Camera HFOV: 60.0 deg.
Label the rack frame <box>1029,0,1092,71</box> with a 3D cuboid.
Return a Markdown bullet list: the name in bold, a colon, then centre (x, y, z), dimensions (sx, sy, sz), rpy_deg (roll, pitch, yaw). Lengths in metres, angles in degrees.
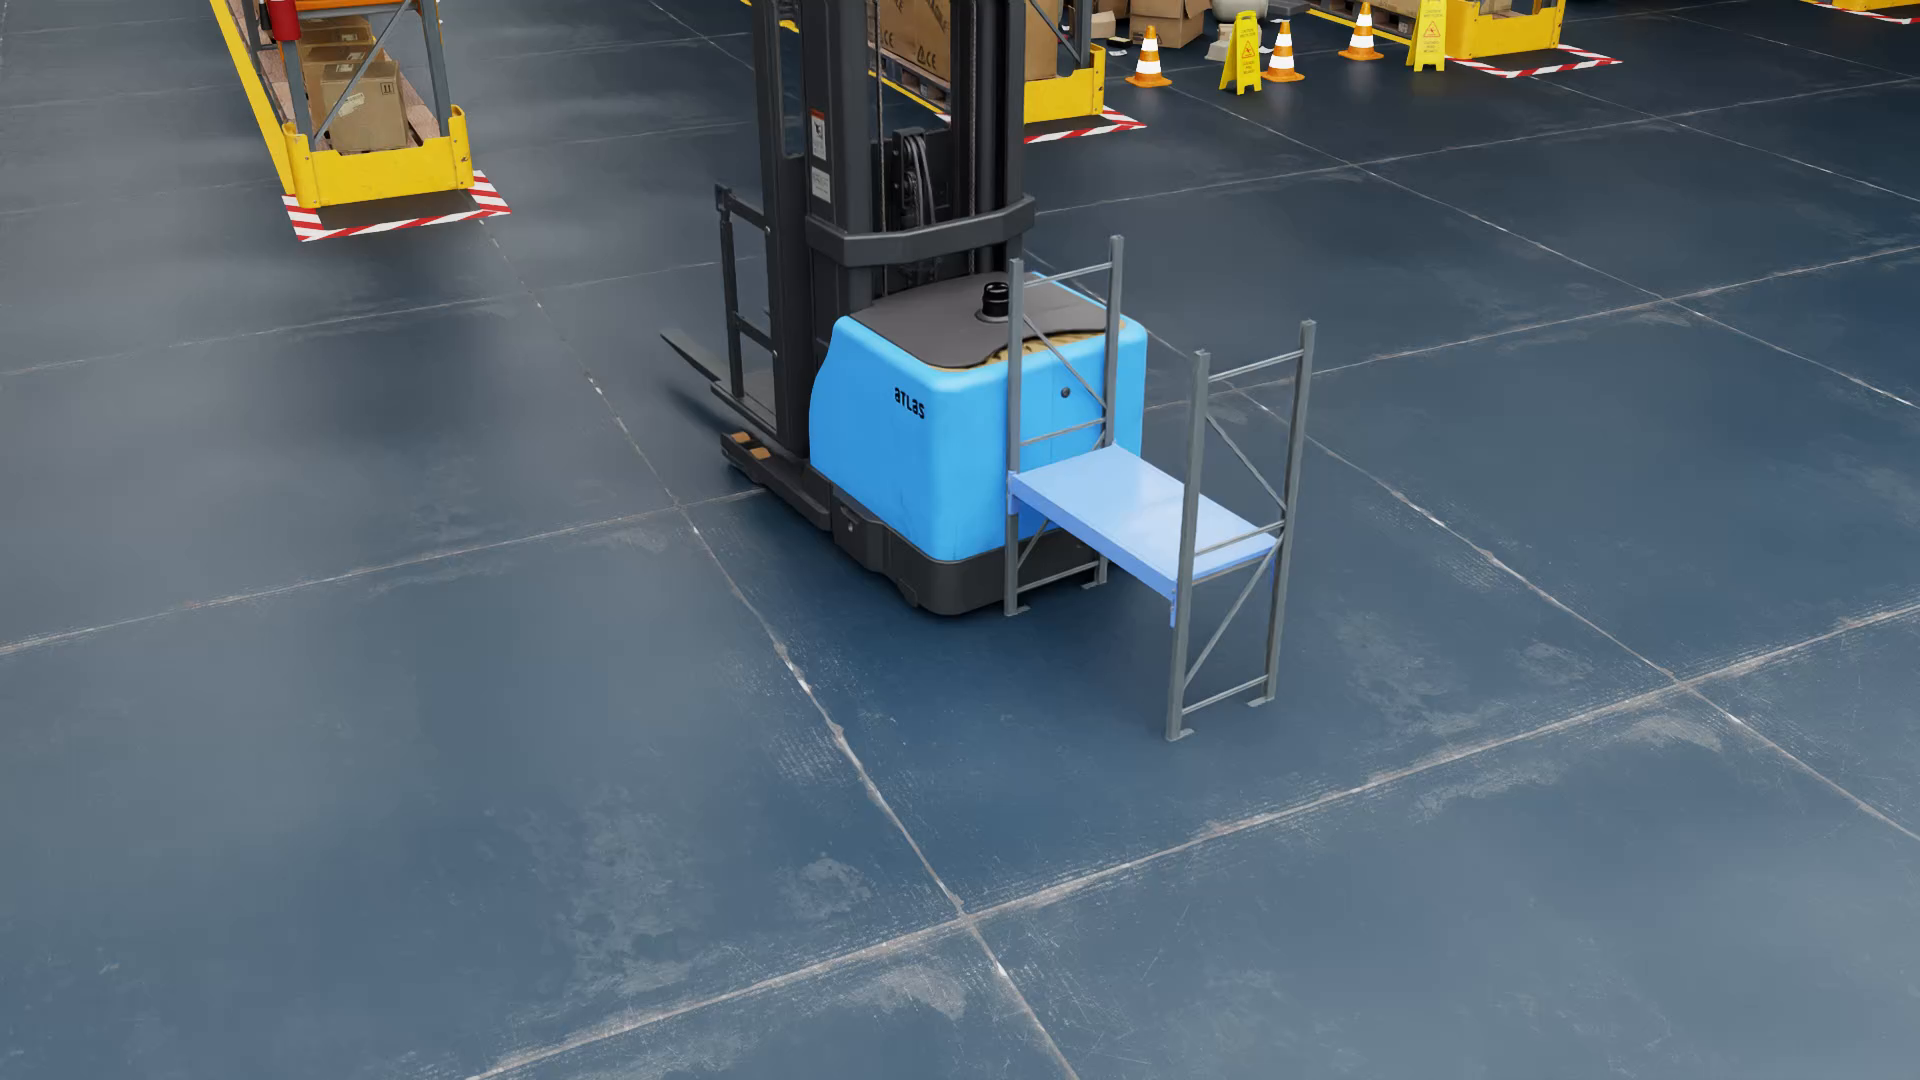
- **rack frame**: centre (0.560, -4.702, 12.569), dimensions (1.000, 3.000, 0.127), rpy_deg (-13, 32, -22)

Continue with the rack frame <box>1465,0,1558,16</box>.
- **rack frame**: centre (4.988, -5.786, 14.502), dimensions (1.000, 3.000, 0.127), rpy_deg (-13, 32, -22)

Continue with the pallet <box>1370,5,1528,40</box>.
- **pallet**: centre (4.638, -4.970, 15.897), dimensions (1.003, 0.211, 1.213), rpy_deg (-13, 32, -22)

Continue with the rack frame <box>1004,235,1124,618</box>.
- **rack frame**: centre (0.394, -0.414, 6.456), dimensions (0.500, 1.500, 0.032), rpy_deg (-18, 34, -29)

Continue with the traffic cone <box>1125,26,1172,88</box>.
- **traffic cone**: centre (1.615, -4.129, 14.140), dimensions (0.336, 0.463, 0.334), rpy_deg (-13, 32, -22)

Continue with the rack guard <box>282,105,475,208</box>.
- **rack guard**: centre (-3.995, -2.649, 11.463), dimensions (1.175, 0.500, 0.348), rpy_deg (-13, 32, -22)

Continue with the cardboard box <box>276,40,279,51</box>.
- **cardboard box**: centre (-5.544, -4.380, 14.121), dimensions (0.500, 0.500, 0.500), rpy_deg (-14, 32, -23)

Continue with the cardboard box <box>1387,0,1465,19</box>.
- **cardboard box**: centre (4.387, -5.081, 15.627), dimensions (0.500, 0.250, 0.500), rpy_deg (-13, 32, -22)

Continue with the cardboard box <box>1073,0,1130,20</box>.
- **cardboard box**: centre (1.538, -5.412, 16.249), dimensions (0.797, 0.637, 0.503), rpy_deg (-13, 32, -22)

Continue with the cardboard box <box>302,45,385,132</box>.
- **cardboard box**: centre (-4.503, -3.335, 12.256), dimensions (0.500, 0.500, 0.500), rpy_deg (-5, 30, -9)

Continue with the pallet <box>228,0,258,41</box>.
- **pallet**: centre (-6.543, -5.140, 16.200), dimensions (1.003, 0.211, 1.213), rpy_deg (-13, 32, -22)

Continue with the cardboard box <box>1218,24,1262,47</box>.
- **cardboard box**: centre (2.601, -4.697, 15.475), dimensions (0.380, 0.149, 0.250), rpy_deg (2, 29, 4)

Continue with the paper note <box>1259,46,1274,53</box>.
- **paper note**: centre (2.784, -4.491, 15.228), dimensions (0.142, 0.019, 0.148), rpy_deg (26, 38, 38)

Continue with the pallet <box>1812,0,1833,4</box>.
- **pallet**: centre (9.103, -5.943, 17.633), dimensions (1.003, 0.211, 1.213), rpy_deg (-13, 32, -22)

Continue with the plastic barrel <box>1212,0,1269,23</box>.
- **plastic barrel**: centre (2.734, -5.257, 16.193), dimensions (0.512, 0.421, 0.421), rpy_deg (7, 30, 13)

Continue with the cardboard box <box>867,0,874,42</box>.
- **cardboard box**: centre (-0.560, -5.036, 14.907), dimensions (0.875, 0.875, 0.875), rpy_deg (-13, 32, -22)

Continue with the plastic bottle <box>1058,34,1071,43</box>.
- **plastic bottle**: centre (0.901, -4.691, 15.553), dimensions (0.133, 0.061, 0.283), rpy_deg (26, 38, 38)

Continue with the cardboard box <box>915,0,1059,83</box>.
- **cardboard box**: centre (0.210, -4.244, 13.495), dimensions (0.875, 0.875, 0.875), rpy_deg (-13, 32, -22)

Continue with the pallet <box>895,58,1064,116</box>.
- **pallet**: centre (0.146, -3.823, 13.852), dimensions (1.003, 0.211, 1.213), rpy_deg (-13, 32, -22)

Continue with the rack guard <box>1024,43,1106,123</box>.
- **rack guard**: centre (0.571, -3.601, 13.162), dimensions (1.175, 0.500, 0.348), rpy_deg (-13, 32, -22)

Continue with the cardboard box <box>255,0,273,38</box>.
- **cardboard box**: centre (-5.924, -4.850, 14.938), dimensions (0.700, 0.500, 0.500), rpy_deg (-16, 33, -26)

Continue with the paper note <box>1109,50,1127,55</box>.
- **paper note**: centre (1.438, -4.437, 15.134), dimensions (0.144, 0.017, 0.142), rpy_deg (-3, 29, -5)

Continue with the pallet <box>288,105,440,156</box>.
- **pallet**: centre (-4.312, -2.889, 12.187), dimensions (1.003, 0.211, 1.213), rpy_deg (-13, 32, -22)

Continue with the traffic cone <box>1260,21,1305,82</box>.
- **traffic cone**: centre (2.781, -4.216, 14.295), dimensions (0.336, 0.463, 0.334), rpy_deg (-13, 32, -22)

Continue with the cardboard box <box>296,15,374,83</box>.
- **cardboard box**: centre (-4.954, -3.871, 13.213), dimensions (0.500, 0.500, 0.500), rpy_deg (-16, 33, -26)

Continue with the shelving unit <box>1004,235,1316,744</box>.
- **shelving unit**: centre (0.674, -0.207, 6.085), dimensions (0.538, 1.500, 1.048), rpy_deg (-18, 34, -29)

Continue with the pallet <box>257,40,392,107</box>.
- **pallet**: centre (-5.360, -3.967, 14.109), dimensions (1.003, 0.211, 1.213), rpy_deg (-13, 32, -22)

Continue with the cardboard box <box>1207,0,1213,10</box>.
- **cardboard box**: centre (2.502, -5.705, 16.910), dimensions (0.500, 0.500, 0.500), rpy_deg (7, 30, 13)

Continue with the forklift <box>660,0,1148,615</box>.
- **forklift**: centre (-0.470, -1.657, 7.209), dimensions (1.130, 2.935, 3.031), rpy_deg (-18, 34, -29)

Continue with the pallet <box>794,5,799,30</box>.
- **pallet**: centre (-0.901, -4.901, 15.774), dimensions (1.003, 0.211, 1.213), rpy_deg (-13, 32, -22)

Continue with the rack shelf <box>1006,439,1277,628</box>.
- **rack shelf**: centre (0.674, -0.050, 6.173), dimensions (0.538, 0.185, 1.000), rpy_deg (-18, 34, -29)

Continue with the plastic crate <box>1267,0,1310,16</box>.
- **plastic crate**: centre (3.204, -5.414, 16.824), dimensions (0.583, 0.080, 0.402), rpy_deg (26, 38, 38)

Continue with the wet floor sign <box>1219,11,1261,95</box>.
- **wet floor sign**: centre (2.361, -4.078, 13.864), dimensions (0.267, 0.644, 0.232), rpy_deg (-19, 35, -30)

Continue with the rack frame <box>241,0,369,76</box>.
- **rack frame**: centre (-5.680, -5.473, 13.942), dimensions (1.000, 3.000, 0.127), rpy_deg (-13, 32, -22)
